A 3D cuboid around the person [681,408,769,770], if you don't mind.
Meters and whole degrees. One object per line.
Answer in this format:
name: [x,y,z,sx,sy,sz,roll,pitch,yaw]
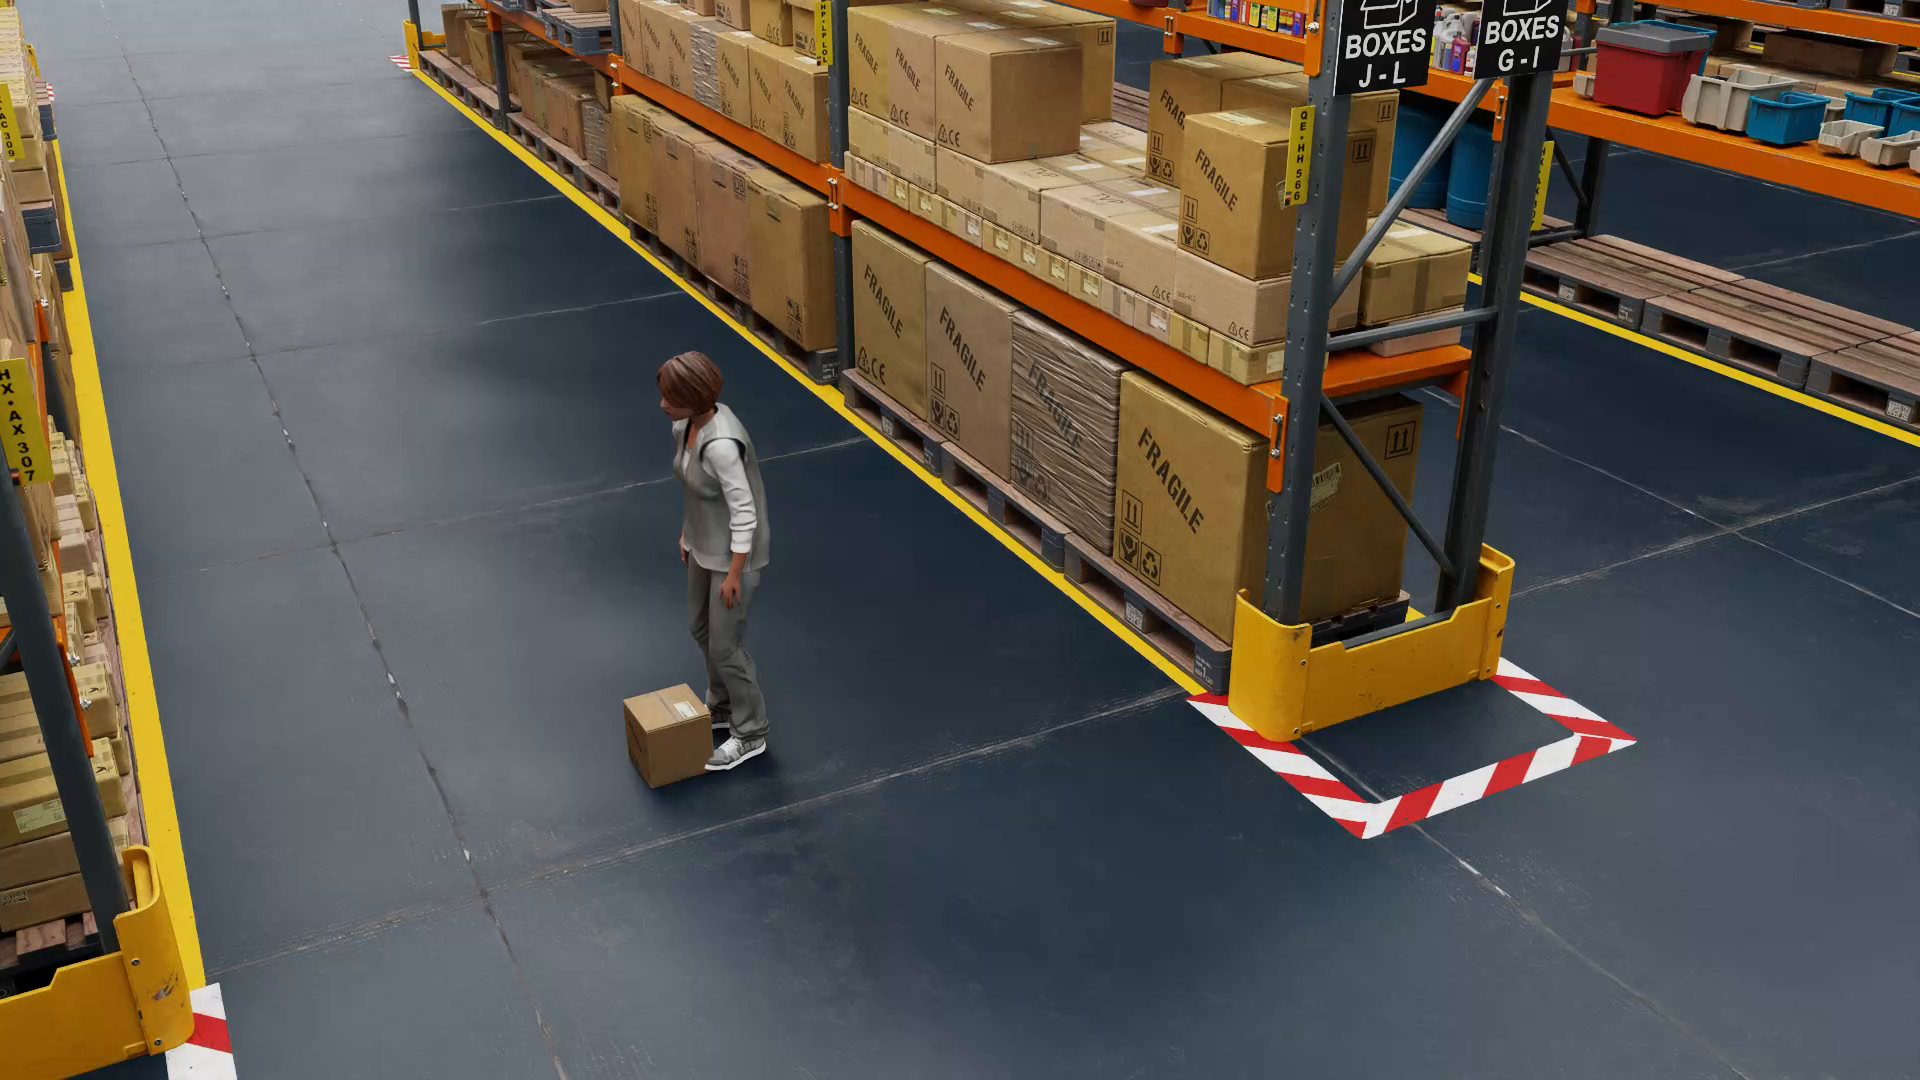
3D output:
person: [-0.872,0.177,6.036,0.318,1.352,0.472,-14,29,-26]
